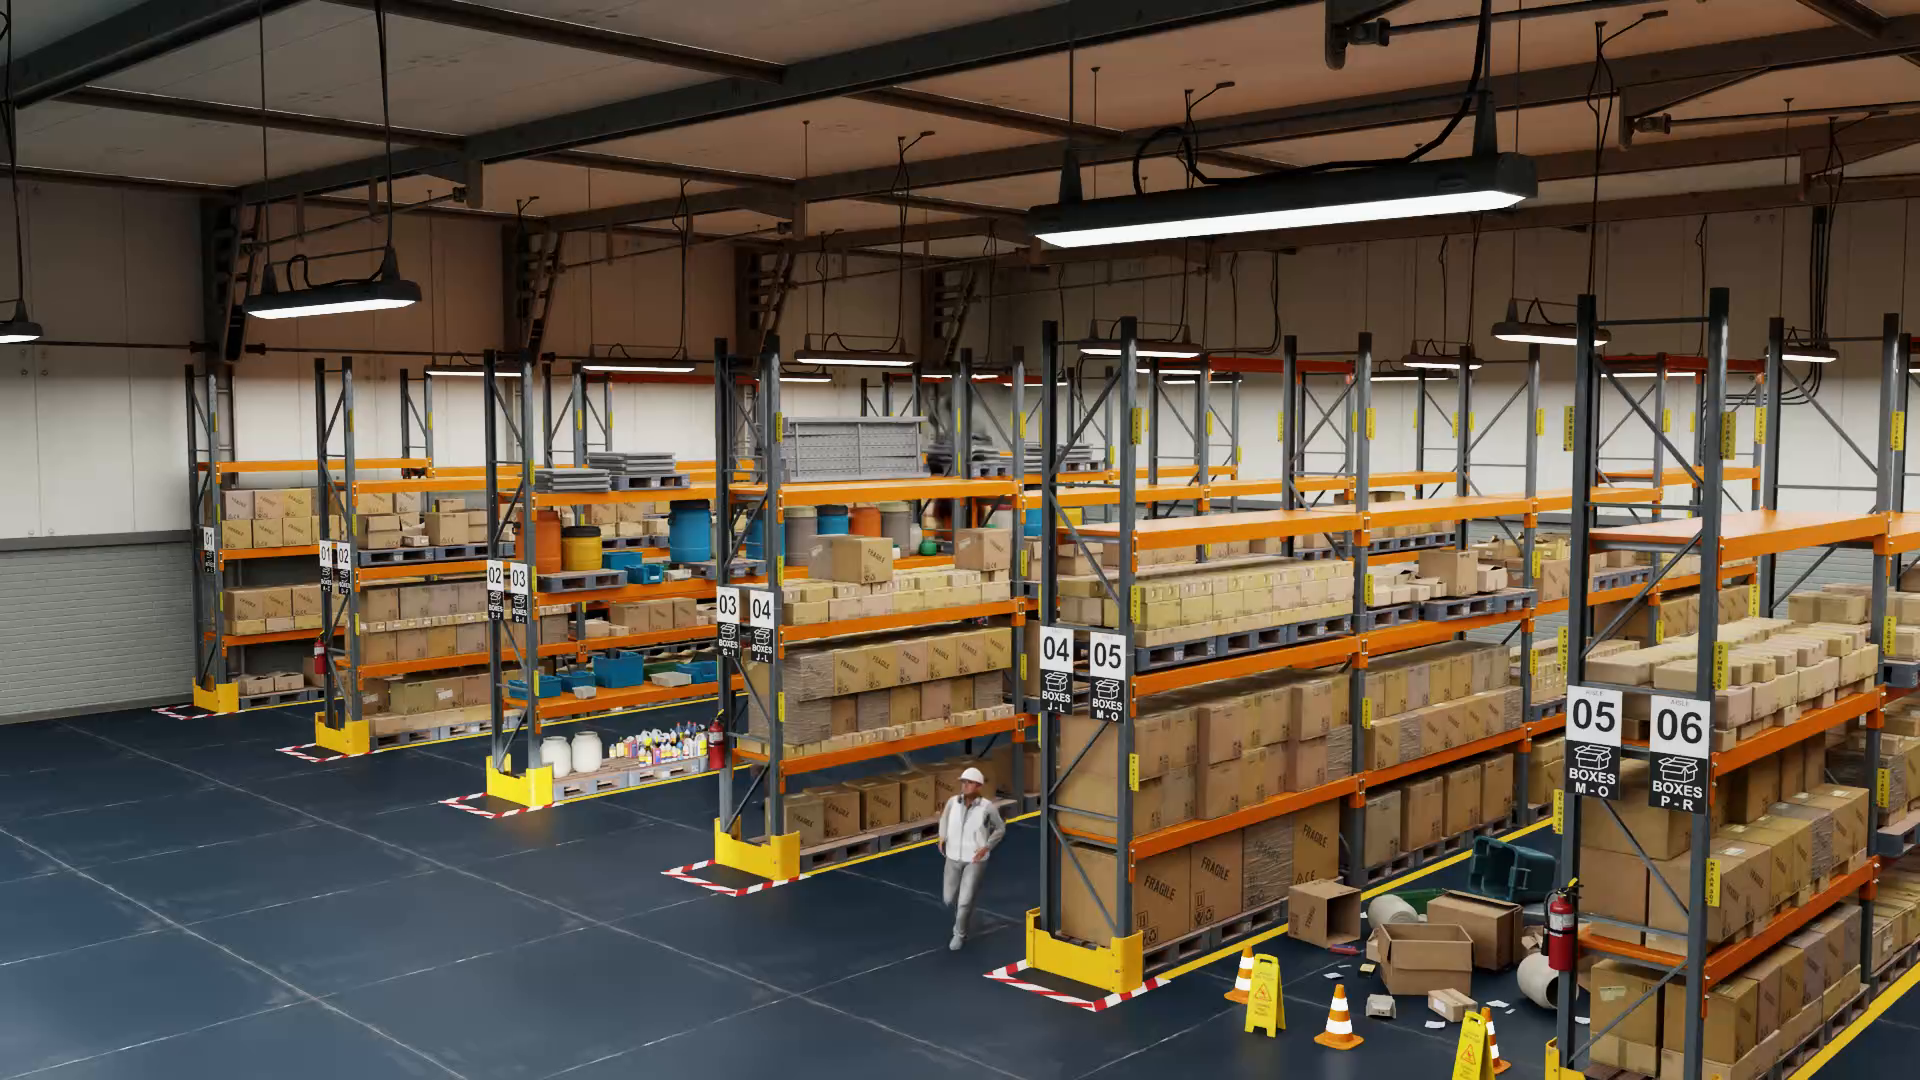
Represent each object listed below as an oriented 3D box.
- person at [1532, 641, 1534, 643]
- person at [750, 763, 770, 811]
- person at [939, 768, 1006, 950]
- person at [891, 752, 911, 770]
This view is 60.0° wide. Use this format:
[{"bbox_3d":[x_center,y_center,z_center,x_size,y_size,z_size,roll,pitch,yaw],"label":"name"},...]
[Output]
[{"bbox_3d":[8.845,2.394,25.661,0.895,1.675,0.613,-4,6,-44],"label":"person"},{"bbox_3d":[-2.455,2.665,21.678,0.653,1.677,0.584,2,5,25],"label":"person"},{"bbox_3d":[0.110,3.071,16.205,0.681,1.742,0.648,2,5,22],"label":"person"},{"bbox_3d":[-0.804,2.623,22.716,0.510,1.578,0.644,4,6,39],"label":"person"}]
